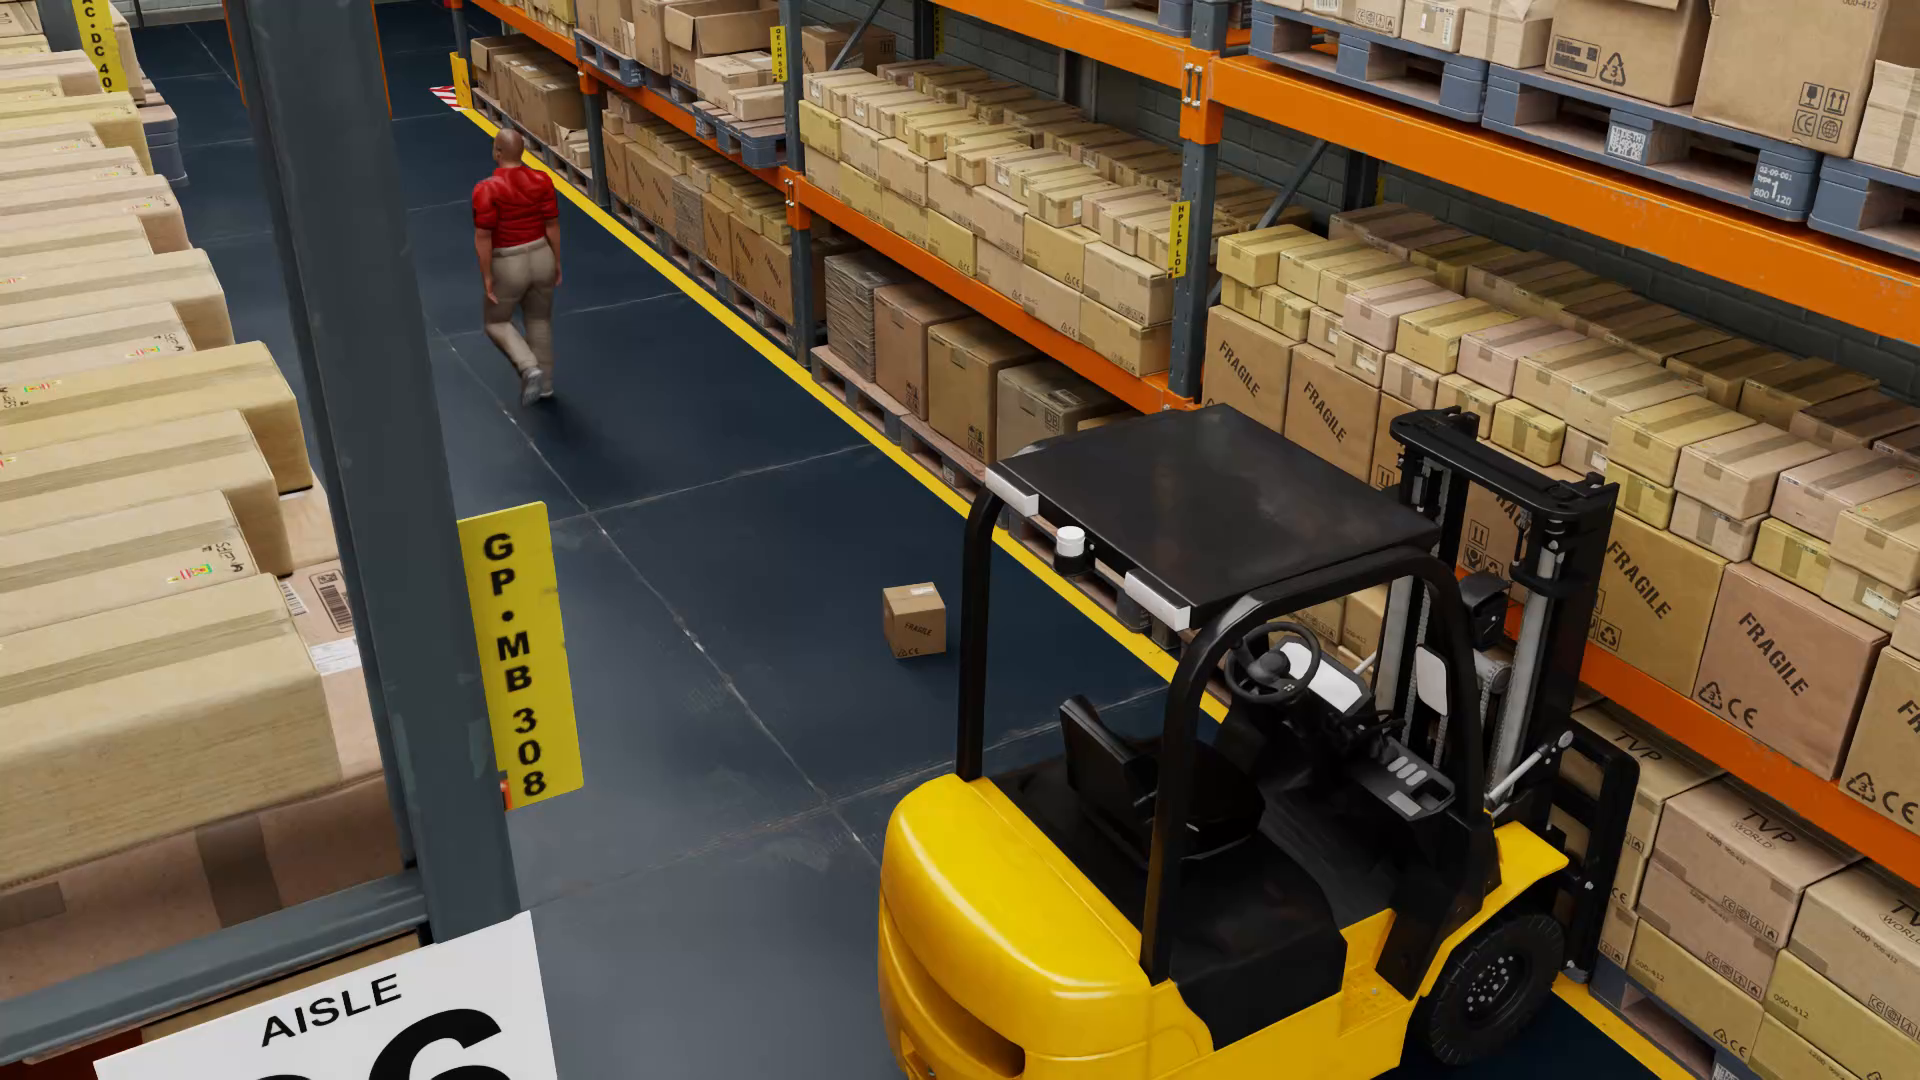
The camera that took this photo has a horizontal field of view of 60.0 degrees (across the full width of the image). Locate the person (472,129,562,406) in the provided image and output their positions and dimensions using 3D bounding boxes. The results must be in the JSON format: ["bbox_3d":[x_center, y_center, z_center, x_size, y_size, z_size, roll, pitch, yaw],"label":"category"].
[{"bbox_3d":[-2.665,-1.642,10.090,0.542,1.712,0.570,-20,35,-32],"label":"person"}]
